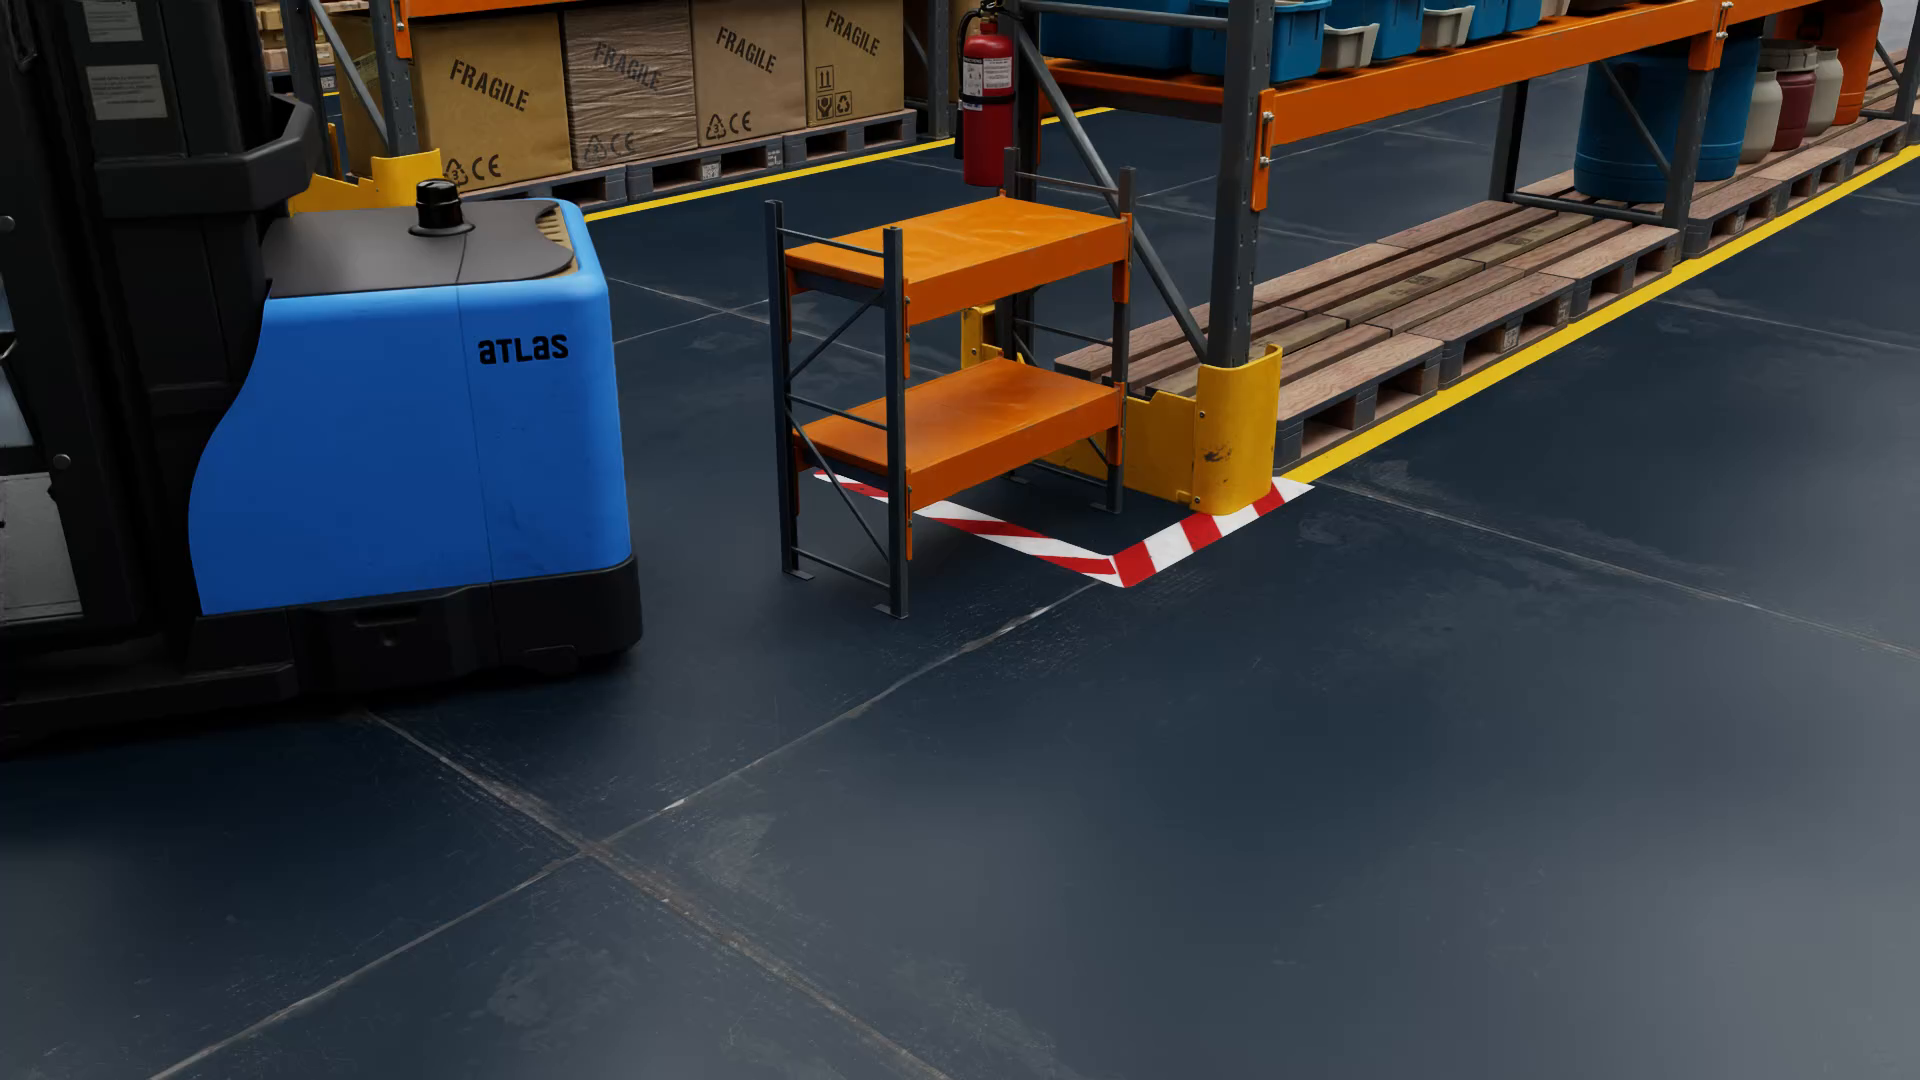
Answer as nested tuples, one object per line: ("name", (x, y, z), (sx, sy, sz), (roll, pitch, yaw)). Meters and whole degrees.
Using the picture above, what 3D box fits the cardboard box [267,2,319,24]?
("cardboard box", (-5.217, -4.134, 13.049), (0.380, 0.149, 0.250), (20, 31, 38))

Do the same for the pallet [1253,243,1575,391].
("pallet", (1.928, -0.997, 7.216), (1.003, 0.211, 1.213), (20, 31, 38))

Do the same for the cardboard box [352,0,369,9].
("cardboard box", (-4.799, -4.266, 13.342), (0.380, 0.149, 0.250), (18, 30, 35))

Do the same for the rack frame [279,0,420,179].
("rack frame", (-3.154, -3.011, 8.299), (1.000, 3.000, 0.127), (20, 31, 38))

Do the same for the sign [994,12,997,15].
("sign", (0.114, -1.878, 5.574), (0.100, 0.325, 0.005), (20, 31, 38))

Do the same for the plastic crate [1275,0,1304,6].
("plastic crate", (1.148, -1.948, 6.177), (0.396, 0.136, 0.243), (20, 31, 38))

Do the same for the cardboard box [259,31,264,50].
("cardboard box", (-5.559, -3.834, 12.743), (0.380, 0.149, 0.250), (18, 30, 35))

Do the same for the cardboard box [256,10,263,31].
("cardboard box", (-5.523, -3.964, 12.669), (0.380, 0.149, 0.250), (22, 32, 39))

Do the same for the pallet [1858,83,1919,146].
("pallet", (6.420, -3.049, 11.793), (1.003, 0.211, 1.213), (20, 31, 38))

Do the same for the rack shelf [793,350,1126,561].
("rack shelf", (-0.004, -0.288, 5.115), (0.538, 0.278, 1.000), (20, 31, 38))

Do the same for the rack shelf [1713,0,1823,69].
("rack shelf", (4.539, -3.159, 9.507), (1.077, 0.370, 4.000), (20, 31, 38))

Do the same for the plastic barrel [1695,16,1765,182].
("plastic barrel", (4.053, -2.488, 9.185), (0.600, 0.901, 0.708), (20, 31, 38))

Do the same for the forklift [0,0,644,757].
("forklift", (-2.433, -1.018, 3.937), (3.031, 2.935, 1.130), (-7, 25, -15))

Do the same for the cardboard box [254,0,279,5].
("cardboard box", (-5.557, -4.260, 13.328), (0.380, 0.149, 0.250), (20, 31, 38))

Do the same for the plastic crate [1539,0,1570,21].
("plastic crate", (2.266, -2.172, 6.677), (0.293, 0.136, 0.466), (20, 31, 38))

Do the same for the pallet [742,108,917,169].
("pallet", (-1.050, -2.747, 11.119), (1.003, 0.211, 1.213), (20, 31, 38))

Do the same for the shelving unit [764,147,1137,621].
("shelving unit", (-0.004, -0.511, 5.015), (0.538, 1.125, 1.048), (20, 31, 38))

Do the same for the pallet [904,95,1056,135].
("pallet", (-0.025, -3.213, 12.158), (1.003, 0.211, 1.213), (20, 31, 38))

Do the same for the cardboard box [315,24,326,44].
("cardboard box", (-5.221, -4.008, 13.130), (0.380, 0.149, 0.250), (22, 32, 40))

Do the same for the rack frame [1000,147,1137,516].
("rack frame", (0.335, -0.666, 5.361), (0.500, 1.125, 0.032), (20, 31, 38))

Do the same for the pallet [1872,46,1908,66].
("pallet", (8.048, -3.793, 13.451), (1.003, 0.211, 1.213), (20, 31, 38))

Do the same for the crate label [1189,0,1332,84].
("crate label", (0.944, -1.595, 5.272), (0.416, 0.233, 0.303), (20, 31, 38))

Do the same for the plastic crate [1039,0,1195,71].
("plastic crate", (0.619, -1.855, 5.605), (0.616, 0.435, 0.499), (20, 31, 38))

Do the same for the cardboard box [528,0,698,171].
("cardboard box", (-2.179, -2.727, 9.750), (0.875, 0.875, 0.875), (20, 31, 38))

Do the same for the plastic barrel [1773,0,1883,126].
("plastic barrel", (5.560, -3.144, 10.735), (0.600, 0.830, 0.708), (20, 31, 38))

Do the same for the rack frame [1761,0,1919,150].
("rack frame", (5.874, -4.096, 10.719), (1.000, 3.000, 0.127), (20, 31, 38))

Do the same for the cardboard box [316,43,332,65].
("cardboard box", (-5.170, -3.834, 13.106), (0.380, 0.149, 0.250), (20, 31, 38))

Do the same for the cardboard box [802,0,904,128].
("cardboard box", (-0.984, -3.273, 10.967), (0.875, 0.875, 0.875), (20, 31, 38))

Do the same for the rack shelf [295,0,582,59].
("rack shelf", (-1.819, -3.292, 9.806), (1.077, 0.370, 4.000), (20, 31, 38))

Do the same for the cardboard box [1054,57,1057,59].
("cardboard box", (0.524, -3.925, 12.421), (1.225, 0.875, 0.875), (19, 30, 36))

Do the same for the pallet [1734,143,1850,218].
("pallet", (4.564, -2.202, 9.903), (1.003, 0.211, 1.213), (20, 31, 38))

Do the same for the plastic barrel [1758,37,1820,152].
("plastic barrel", (4.806, -2.690, 10.016), (0.600, 0.588, 0.708), (20, 31, 38))

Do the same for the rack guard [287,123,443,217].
("rack guard", (-3.170, -1.863, 8.795), (1.175, 0.500, 0.348), (20, 31, 38))

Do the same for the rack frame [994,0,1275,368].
("rack frame", (0.535, -1.659, 5.283), (1.000, 3.000, 0.127), (20, 31, 38))

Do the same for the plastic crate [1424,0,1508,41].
("plastic crate", (1.823, -1.996, 6.167), (0.416, 0.233, 0.300), (20, 31, 38))

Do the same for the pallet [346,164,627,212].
("pallet", (-2.679, -2.004, 9.461), (1.003, 0.211, 1.213), (20, 31, 38))

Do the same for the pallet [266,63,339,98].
("pallet", (-5.347, -3.755, 13.367), (1.003, 0.211, 1.213), (20, 31, 38))

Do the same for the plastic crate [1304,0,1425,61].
("plastic crate", (1.384, -1.796, 5.720), (0.416, 0.233, 0.300), (20, 31, 38))
